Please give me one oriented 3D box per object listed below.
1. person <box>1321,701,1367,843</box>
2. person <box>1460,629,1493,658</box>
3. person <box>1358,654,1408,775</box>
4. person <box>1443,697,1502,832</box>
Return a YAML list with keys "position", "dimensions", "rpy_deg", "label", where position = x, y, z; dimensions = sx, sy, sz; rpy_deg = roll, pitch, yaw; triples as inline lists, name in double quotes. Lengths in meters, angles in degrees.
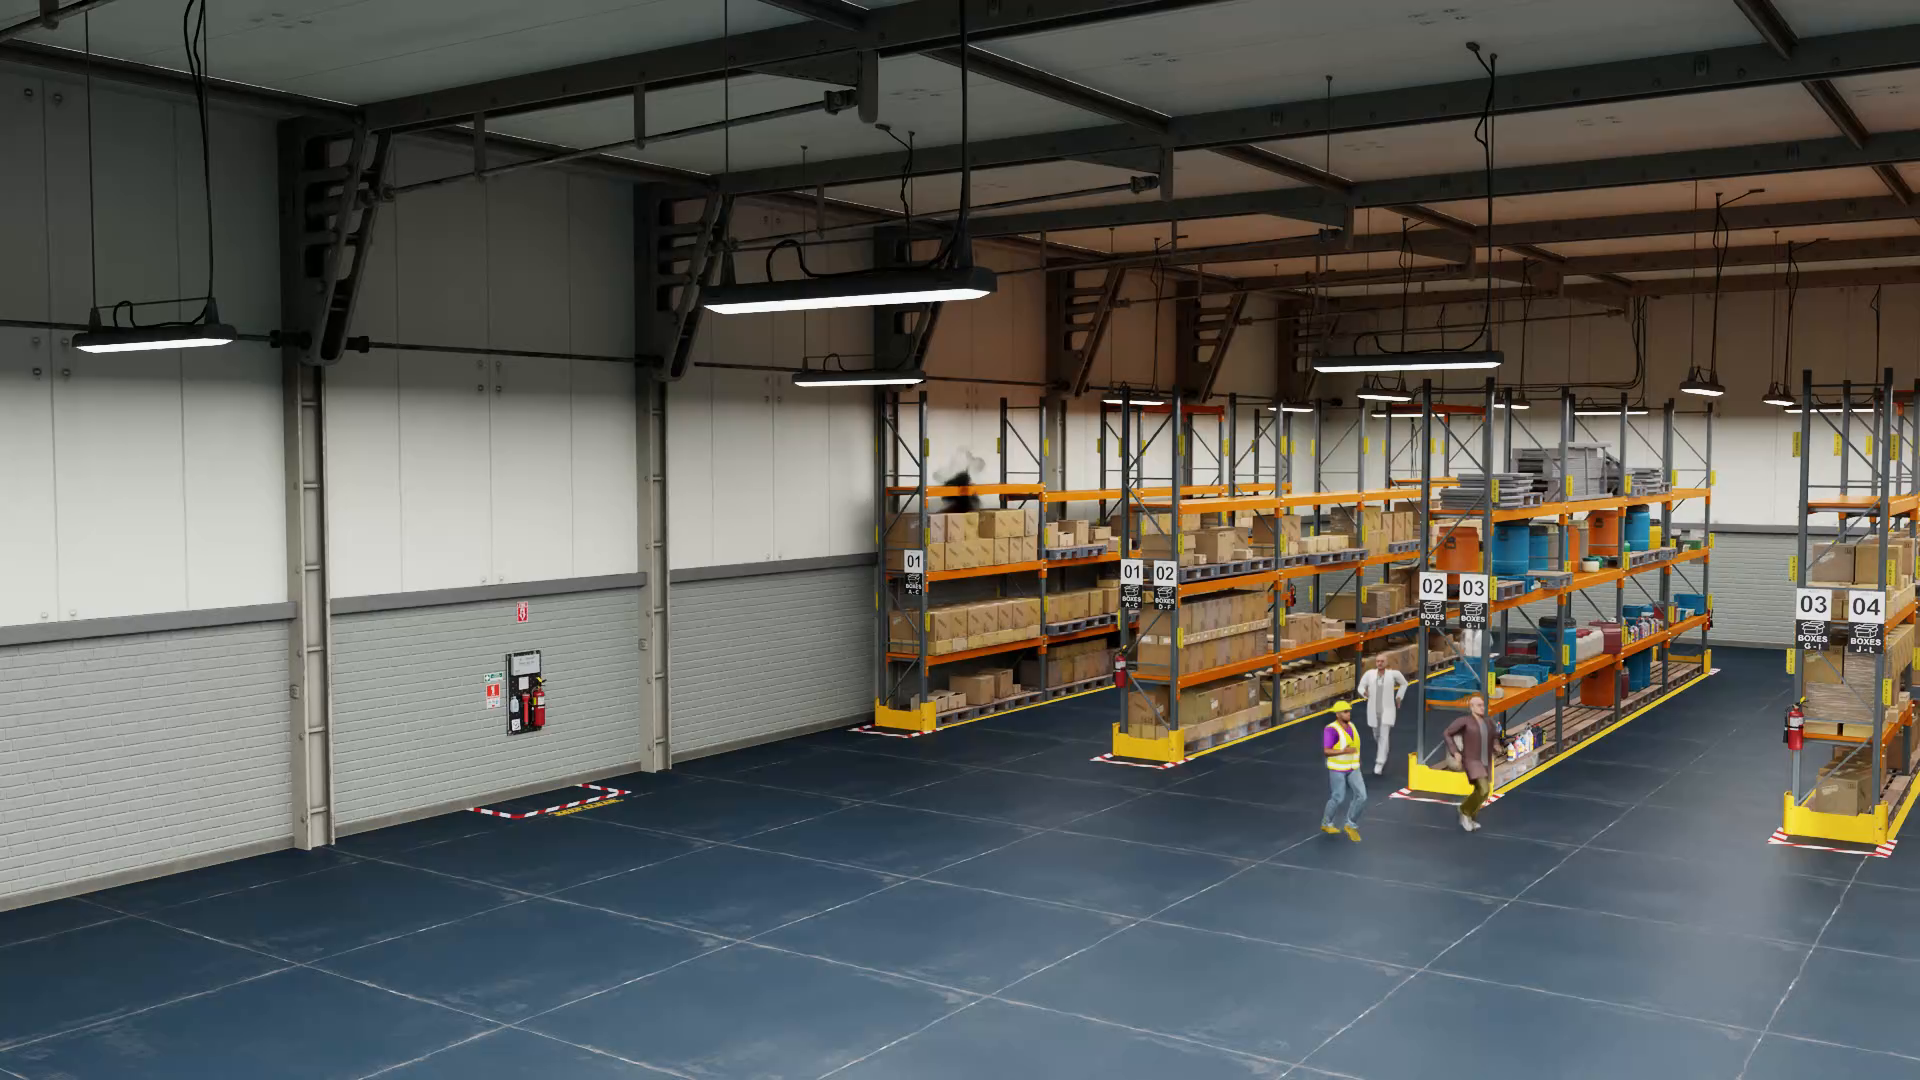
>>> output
- position: [4.899, 2.949, 21.169]
  dimensions: [0.673, 1.812, 0.706]
  rpy_deg: [-2, 4, -29]
  label: "person"
- position: [10.239, 2.300, 33.064]
  dimensions: [0.638, 1.725, 0.576]
  rpy_deg: [2, 4, 29]
  label: "person"
- position: [6.525, 2.664, 25.791]
  dimensions: [0.711, 1.777, 1.057]
  rpy_deg: [2, 4, 29]
  label: "person"
- position: [6.733, 2.947, 21.596]
  dimensions: [0.694, 1.638, 0.711]
  rpy_deg: [-2, 4, -26]
  label: "person"
